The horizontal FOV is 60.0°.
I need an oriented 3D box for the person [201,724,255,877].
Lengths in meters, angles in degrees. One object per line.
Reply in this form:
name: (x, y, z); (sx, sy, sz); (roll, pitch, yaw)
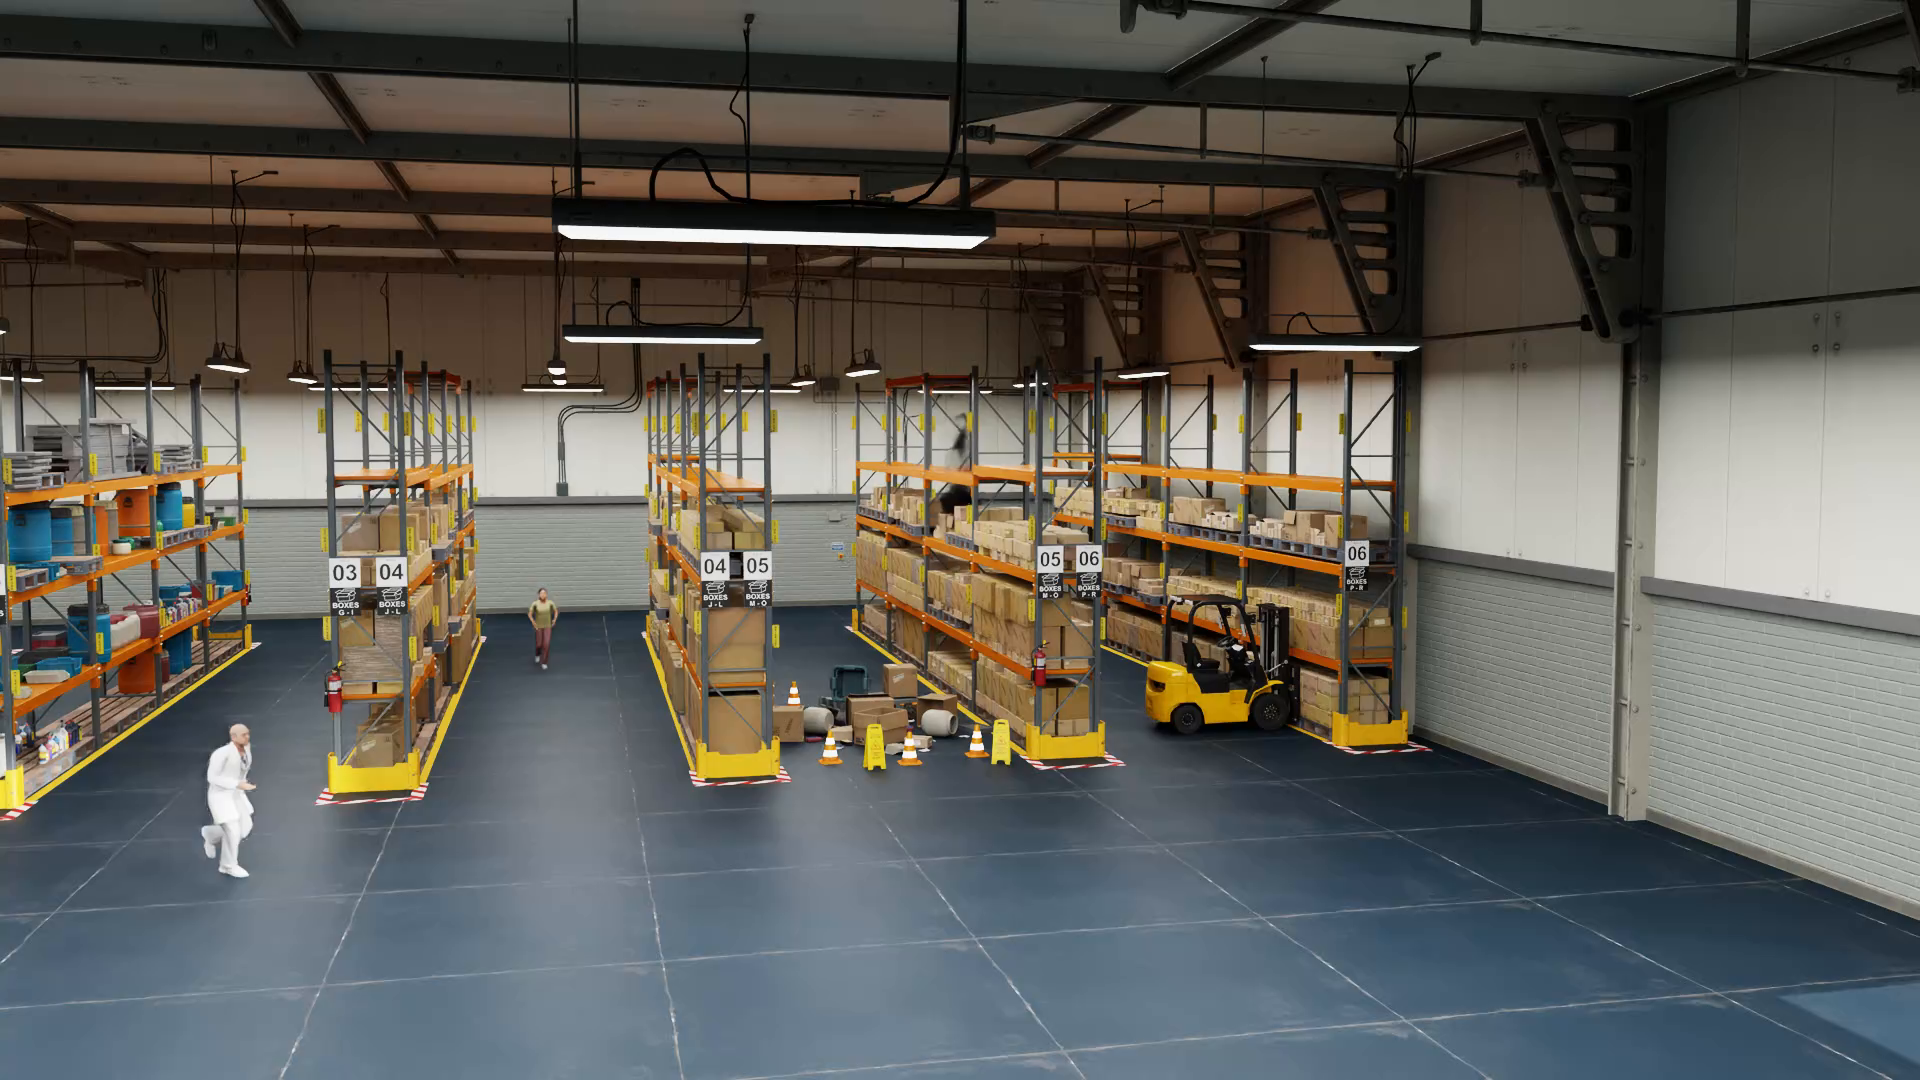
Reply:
person: (-8.095, 2.882, 18.409); (0.778, 1.726, 0.697); (1, 4, 19)

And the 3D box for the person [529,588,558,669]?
person: (-8.584, 1.807, 34.296); (0.600, 1.643, 0.605); (-1, 4, -20)
